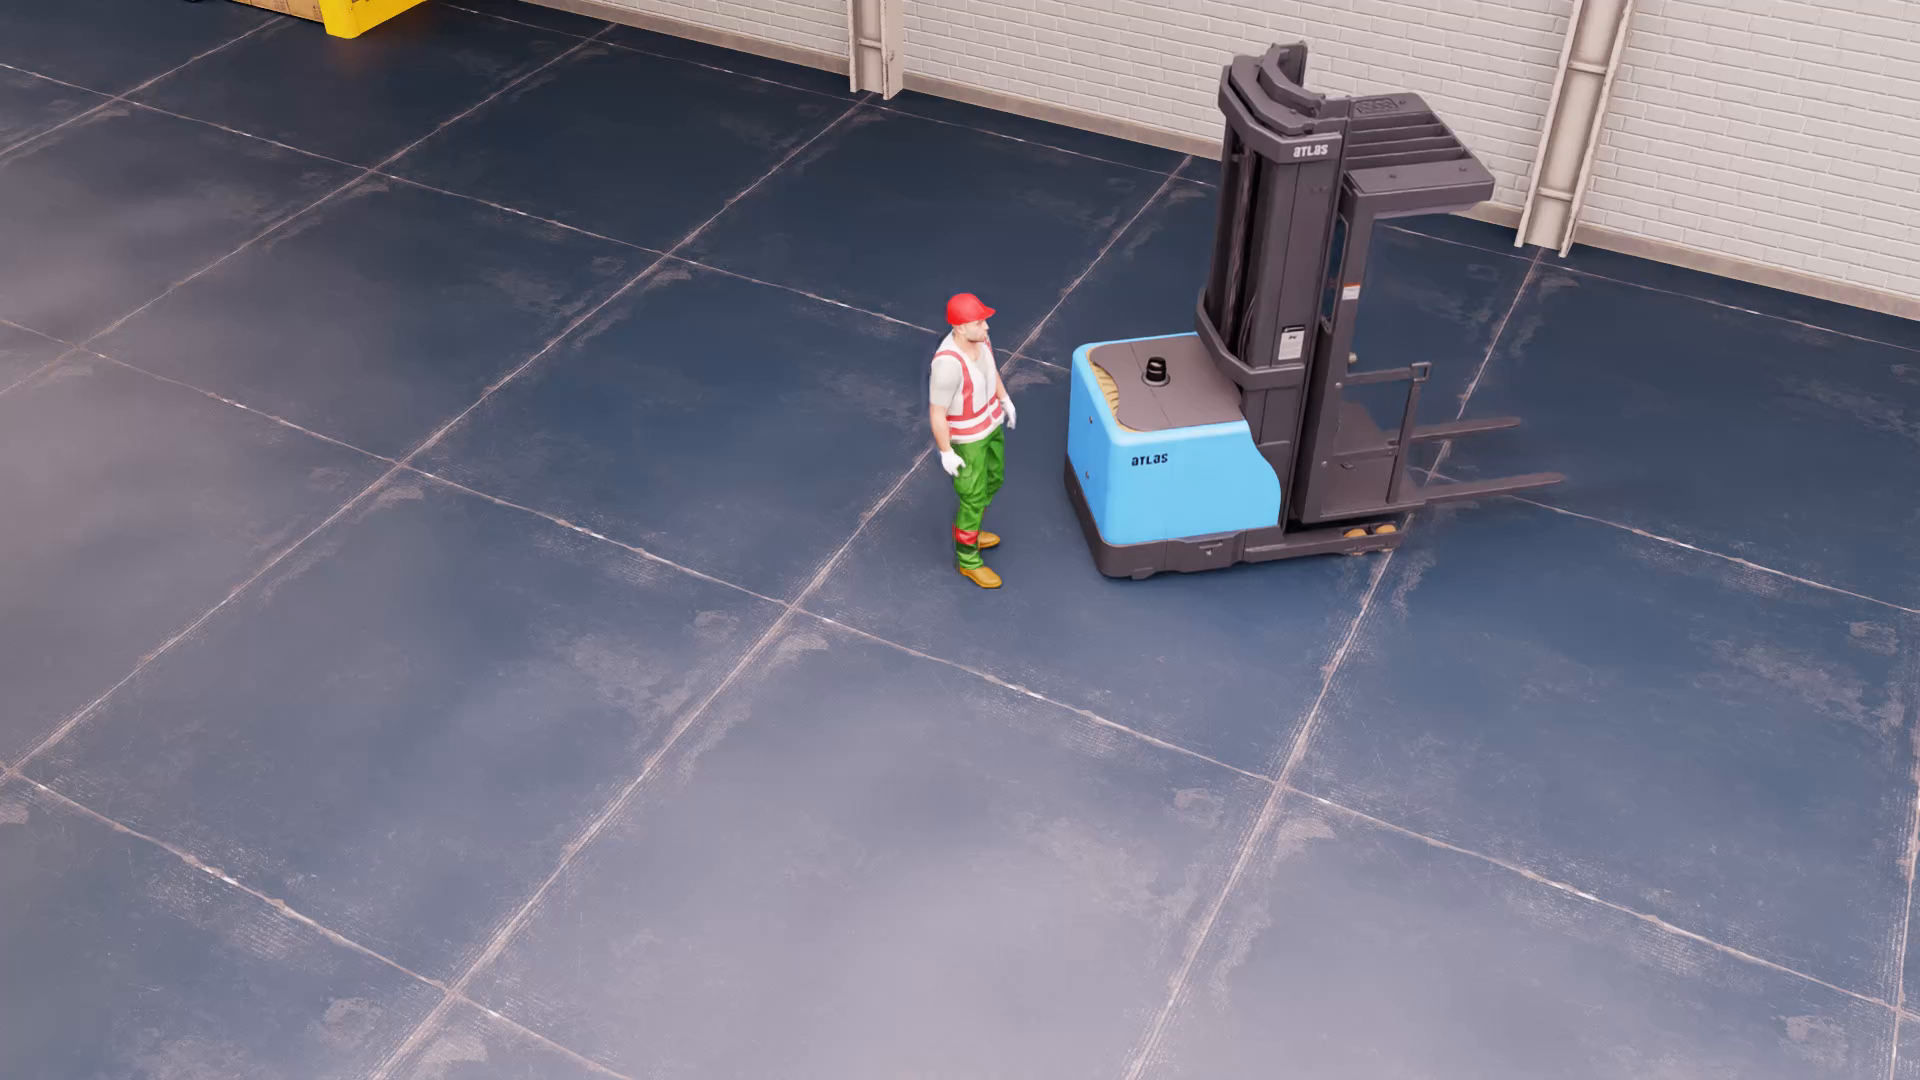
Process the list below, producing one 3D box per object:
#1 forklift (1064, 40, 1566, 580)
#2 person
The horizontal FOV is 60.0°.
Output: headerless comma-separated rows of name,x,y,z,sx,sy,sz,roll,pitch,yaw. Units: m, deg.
forklift,2.231,-1.353,9.593,3.031,2.935,1.130,-7,41,-9
person,0.140,-0.618,9.636,0.557,1.772,0.686,21,45,23
